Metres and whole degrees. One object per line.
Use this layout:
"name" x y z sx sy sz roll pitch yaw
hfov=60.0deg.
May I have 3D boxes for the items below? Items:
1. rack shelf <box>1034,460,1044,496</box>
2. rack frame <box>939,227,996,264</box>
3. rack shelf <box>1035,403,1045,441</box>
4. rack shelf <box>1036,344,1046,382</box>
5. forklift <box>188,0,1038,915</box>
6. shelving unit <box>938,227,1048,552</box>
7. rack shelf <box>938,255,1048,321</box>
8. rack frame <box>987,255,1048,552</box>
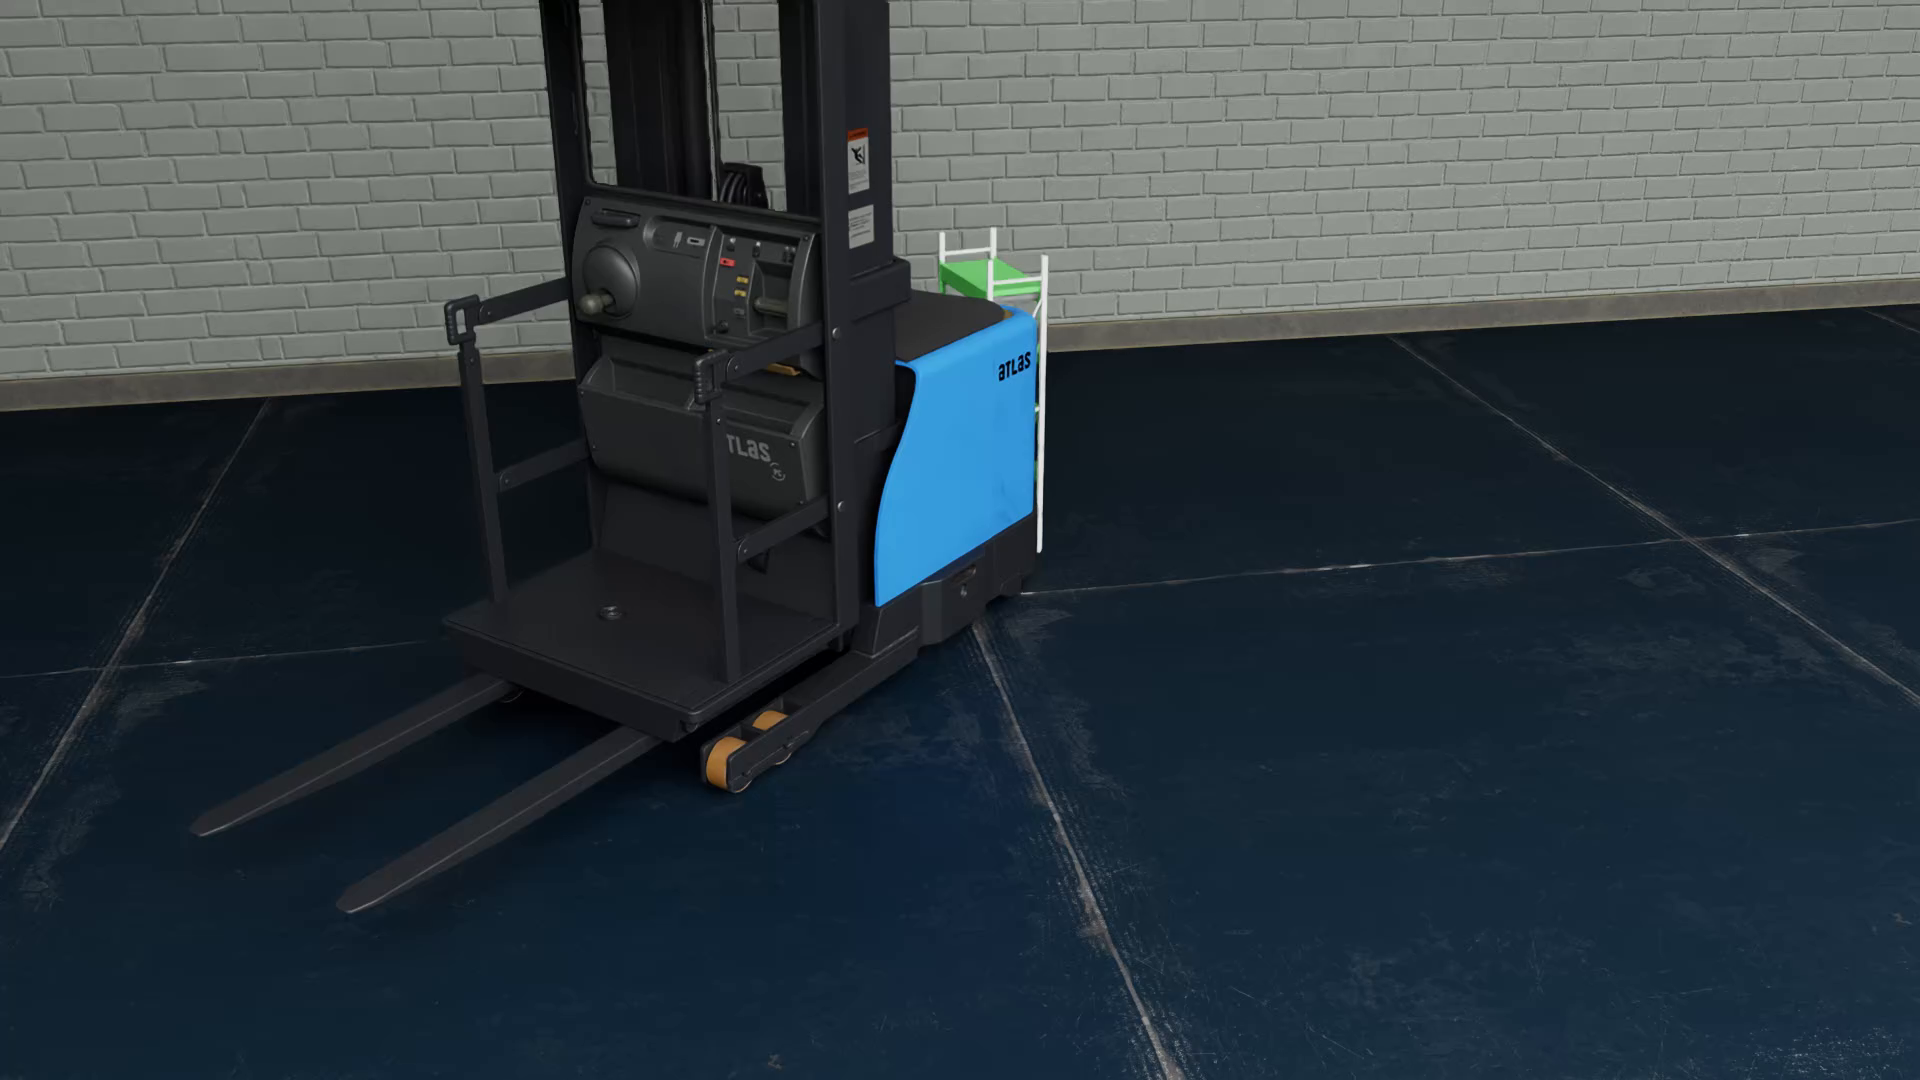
"rack shelf" 0.121 -0.300 6.698 0.258 0.148 0.480 -9 25 -20
"rack frame" 0.030 -0.669 6.784 0.240 1.200 0.015 -9 25 -20
"rack shelf" 0.121 -0.520 6.602 0.258 0.148 0.480 -9 25 -20
"rack shelf" 0.121 -0.740 6.506 0.258 0.148 0.480 -9 25 -20
"forklift" -0.943 -0.799 4.916 1.130 2.935 3.031 15 28 30
"shelving unit" 0.121 -0.579 6.576 0.258 1.200 0.503 -9 25 -20
"rack shelf" 0.121 -0.960 6.410 0.258 0.148 0.480 -9 25 -20
"rack frame" 0.212 -0.488 6.369 0.240 1.200 0.015 -9 25 -20
